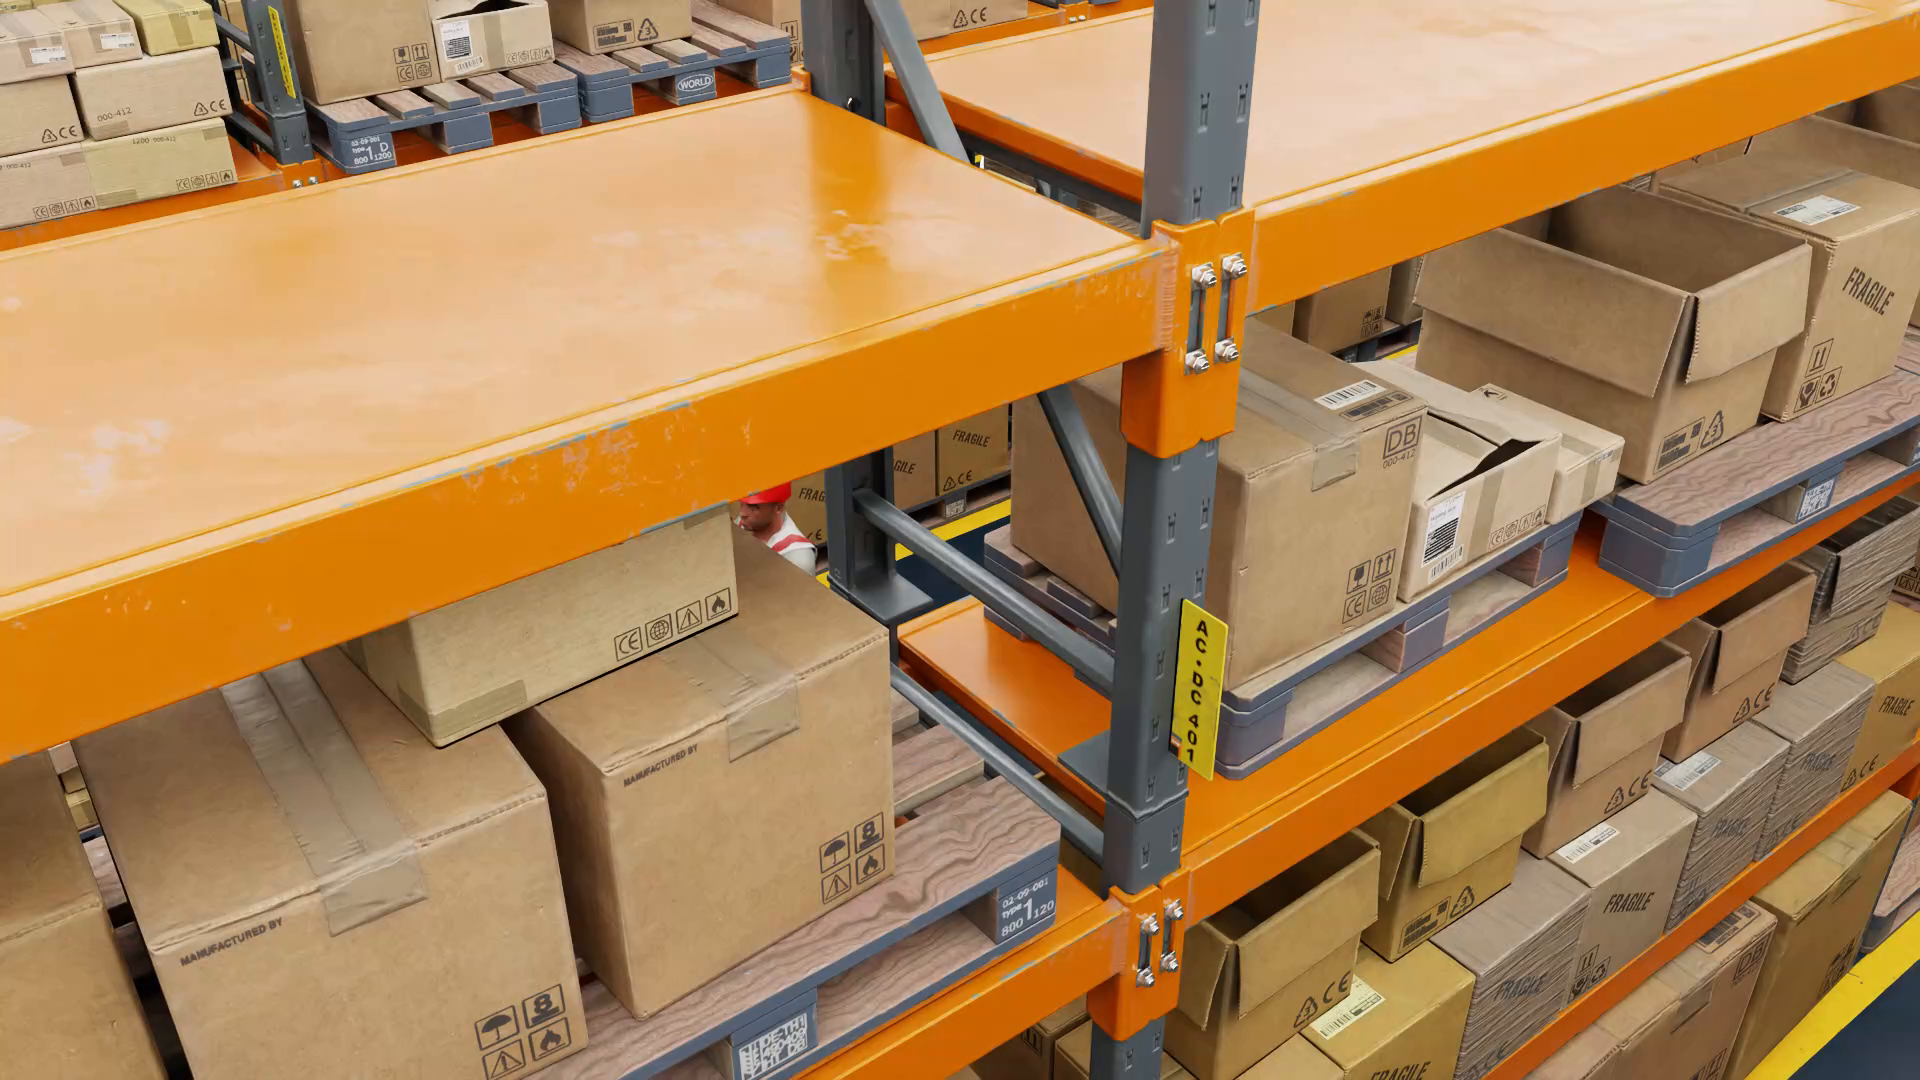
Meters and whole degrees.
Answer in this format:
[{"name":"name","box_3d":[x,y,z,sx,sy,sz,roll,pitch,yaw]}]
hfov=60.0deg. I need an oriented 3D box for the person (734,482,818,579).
[{"name":"person","box_3d":[-0.808,0.471,7.030,0.349,1.806,0.525,-21,38,-30]}]
